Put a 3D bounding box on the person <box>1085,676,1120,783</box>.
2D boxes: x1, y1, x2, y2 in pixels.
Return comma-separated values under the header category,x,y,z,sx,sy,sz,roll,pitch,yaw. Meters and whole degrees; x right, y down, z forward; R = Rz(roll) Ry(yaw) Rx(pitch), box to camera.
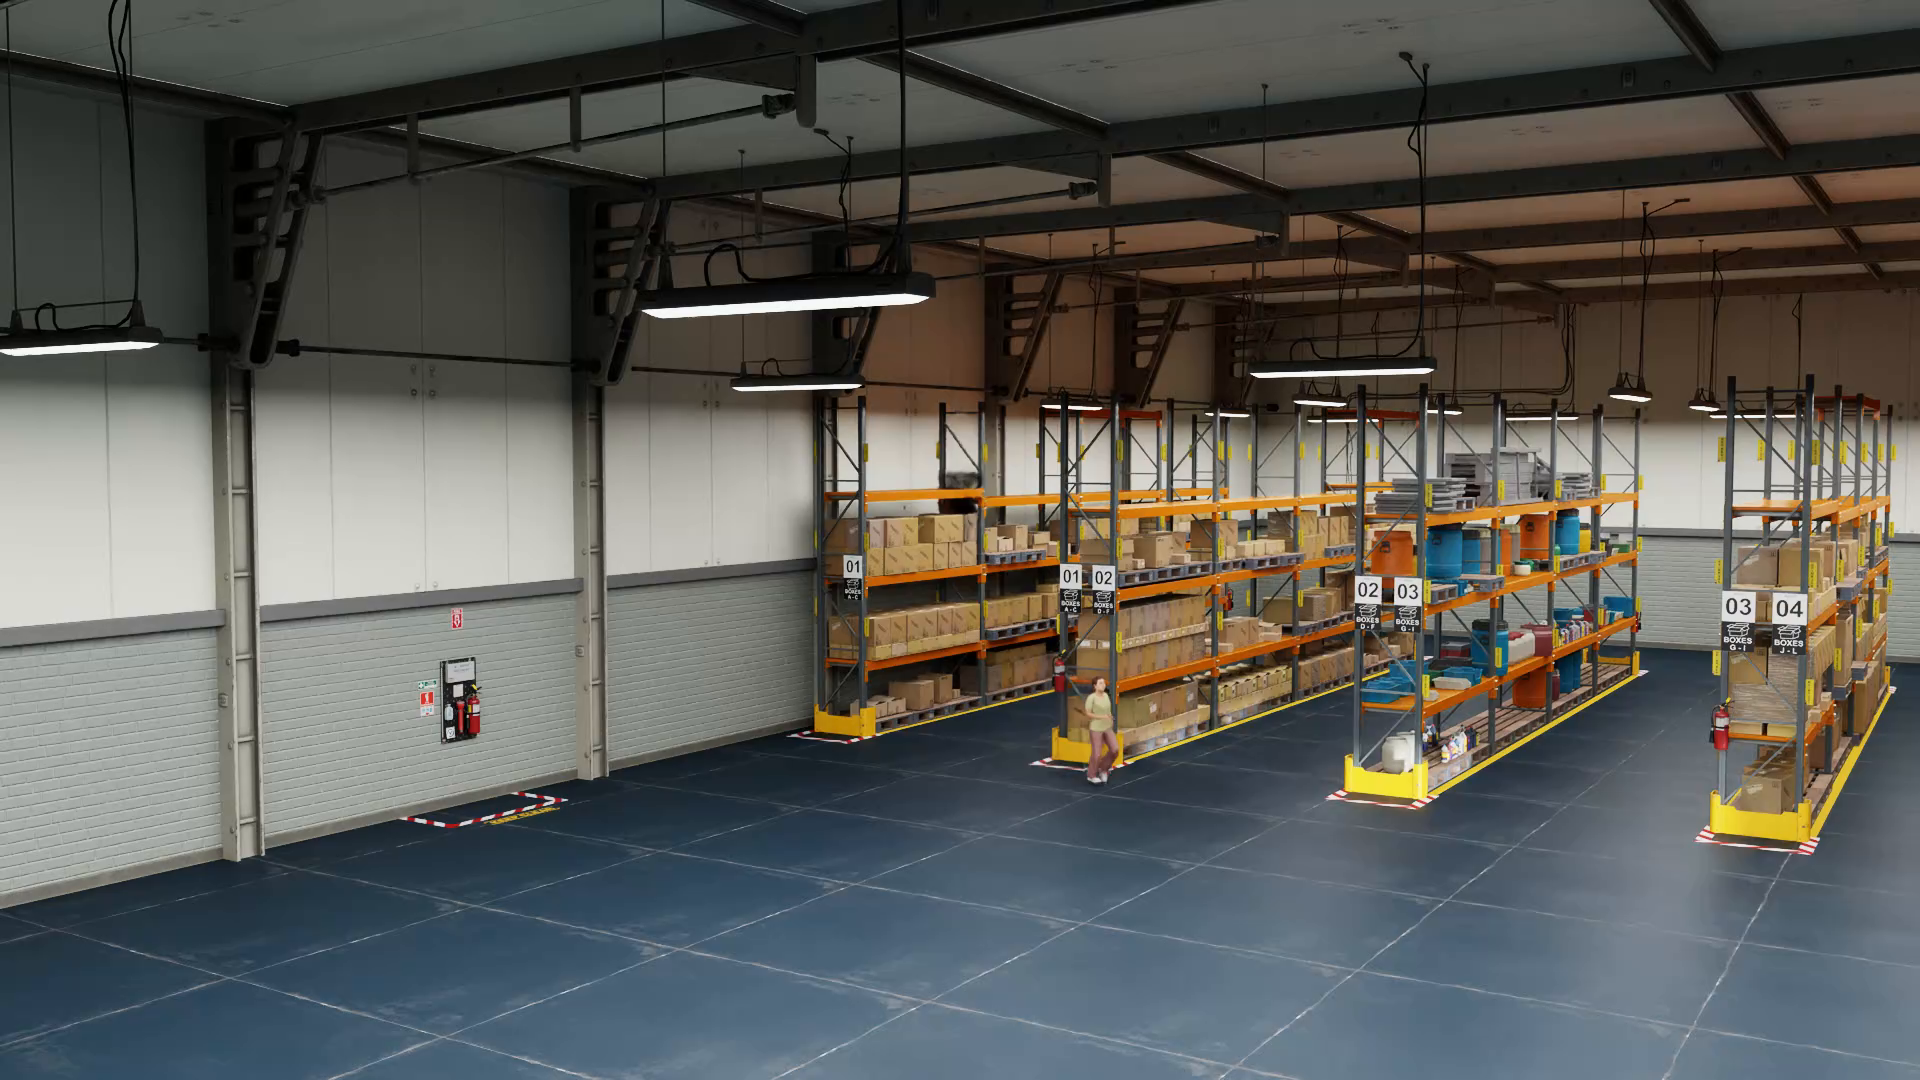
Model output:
category,x,y,z,sx,sy,sz,roll,pitch,yaw
person,2.127,2.865,24.983,0.556,1.614,0.616,-2,3,-31
